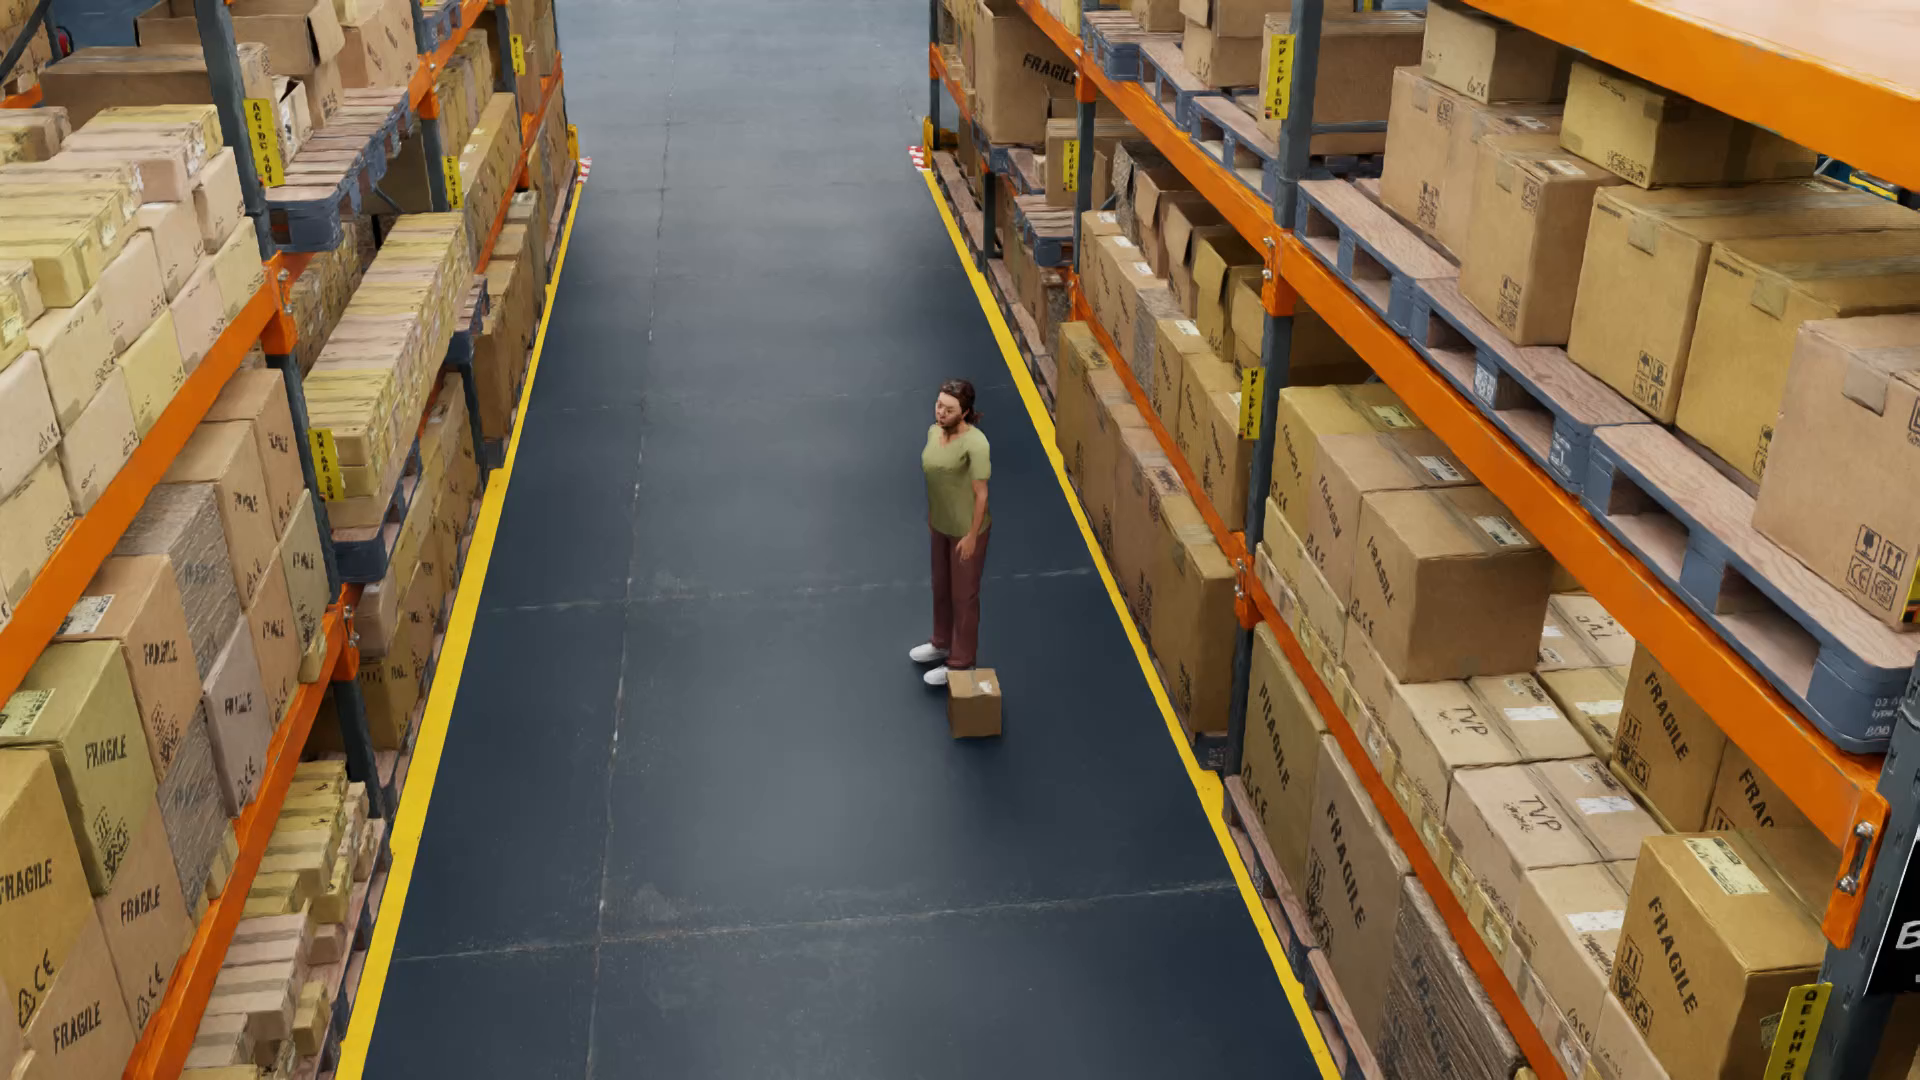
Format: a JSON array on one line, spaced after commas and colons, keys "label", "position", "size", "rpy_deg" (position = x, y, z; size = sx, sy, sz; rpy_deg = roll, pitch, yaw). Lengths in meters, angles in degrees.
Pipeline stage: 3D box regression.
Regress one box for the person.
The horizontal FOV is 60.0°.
[{"label": "person", "position": [-0.084, -0.053, 8.669], "size": [0.443, 1.682, 0.497], "rpy_deg": [-22, 34, -36]}]
